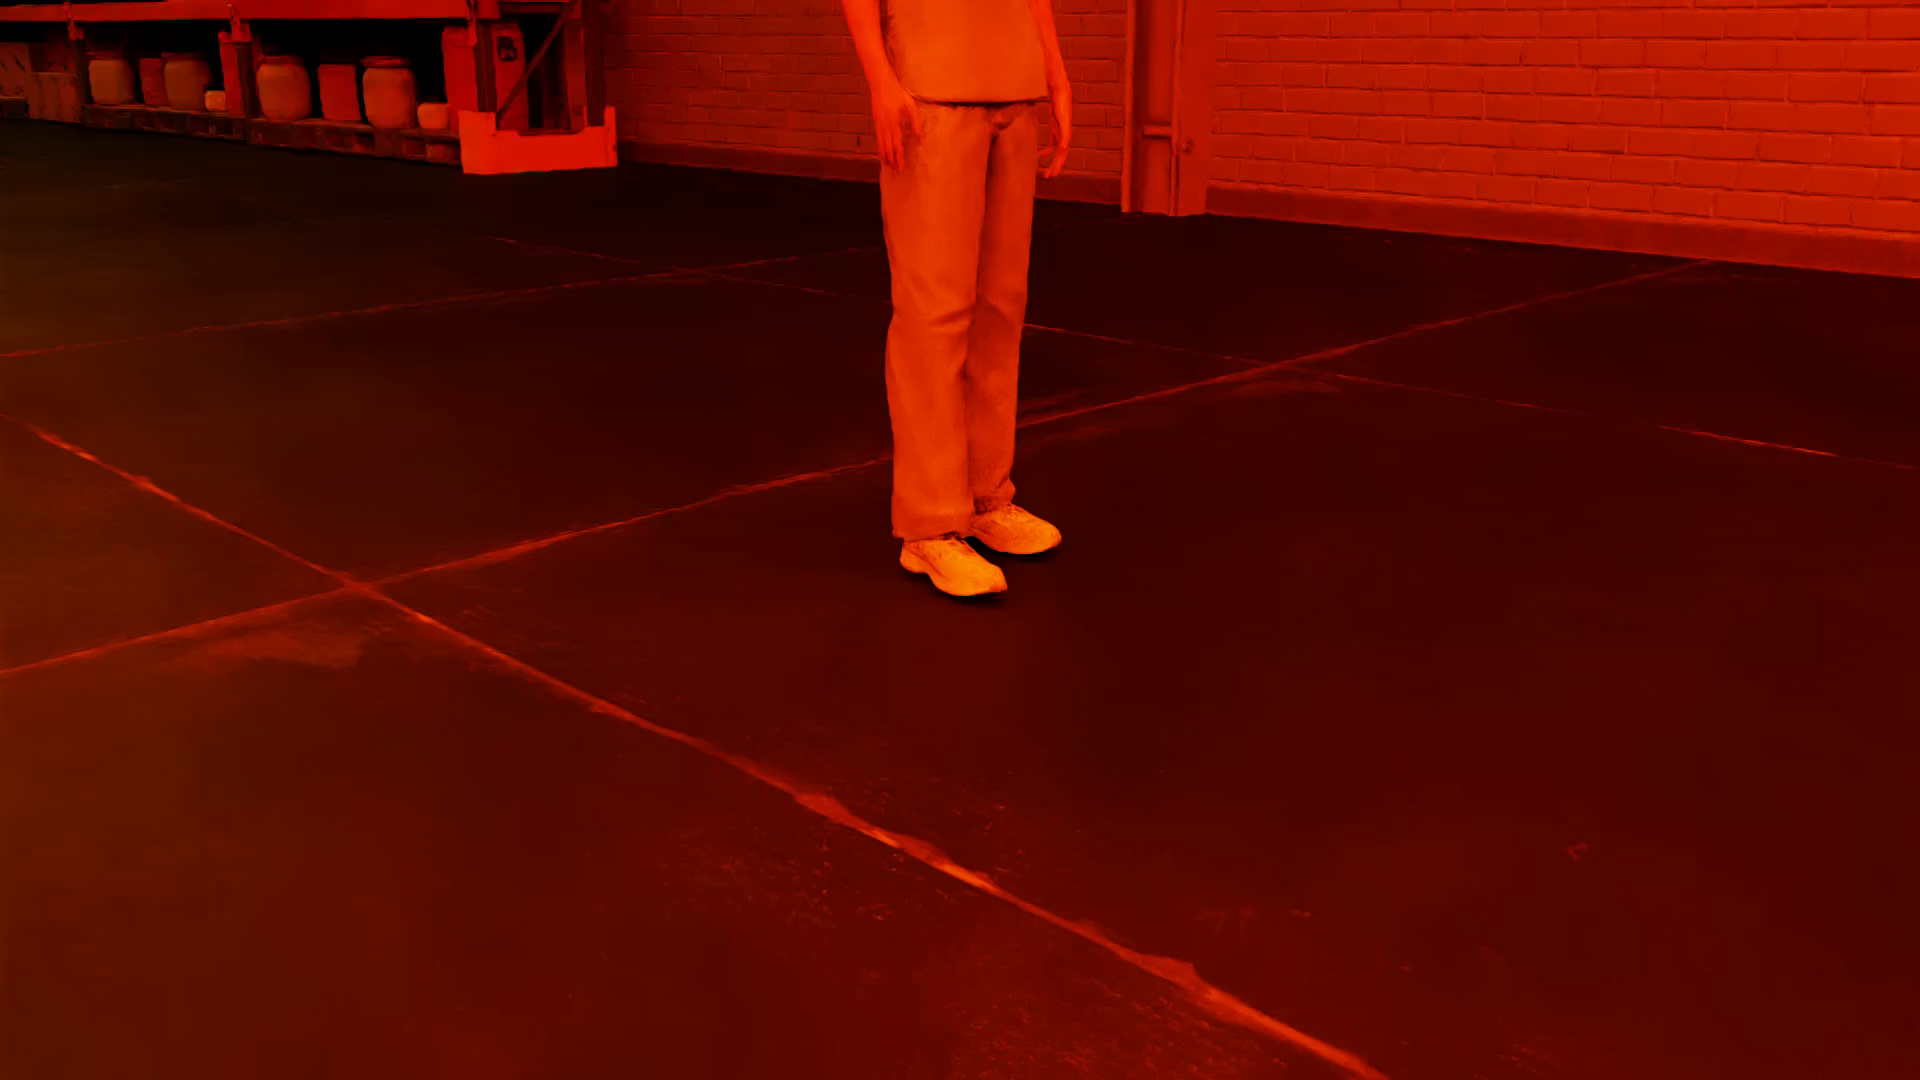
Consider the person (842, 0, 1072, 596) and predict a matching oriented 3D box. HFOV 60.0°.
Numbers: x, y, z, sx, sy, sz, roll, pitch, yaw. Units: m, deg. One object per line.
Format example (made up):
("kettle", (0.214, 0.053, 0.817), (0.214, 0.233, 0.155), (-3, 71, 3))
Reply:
("person", (0.043, -0.789, 3.087), (0.548, 1.673, 0.550), (16, 23, 42))
